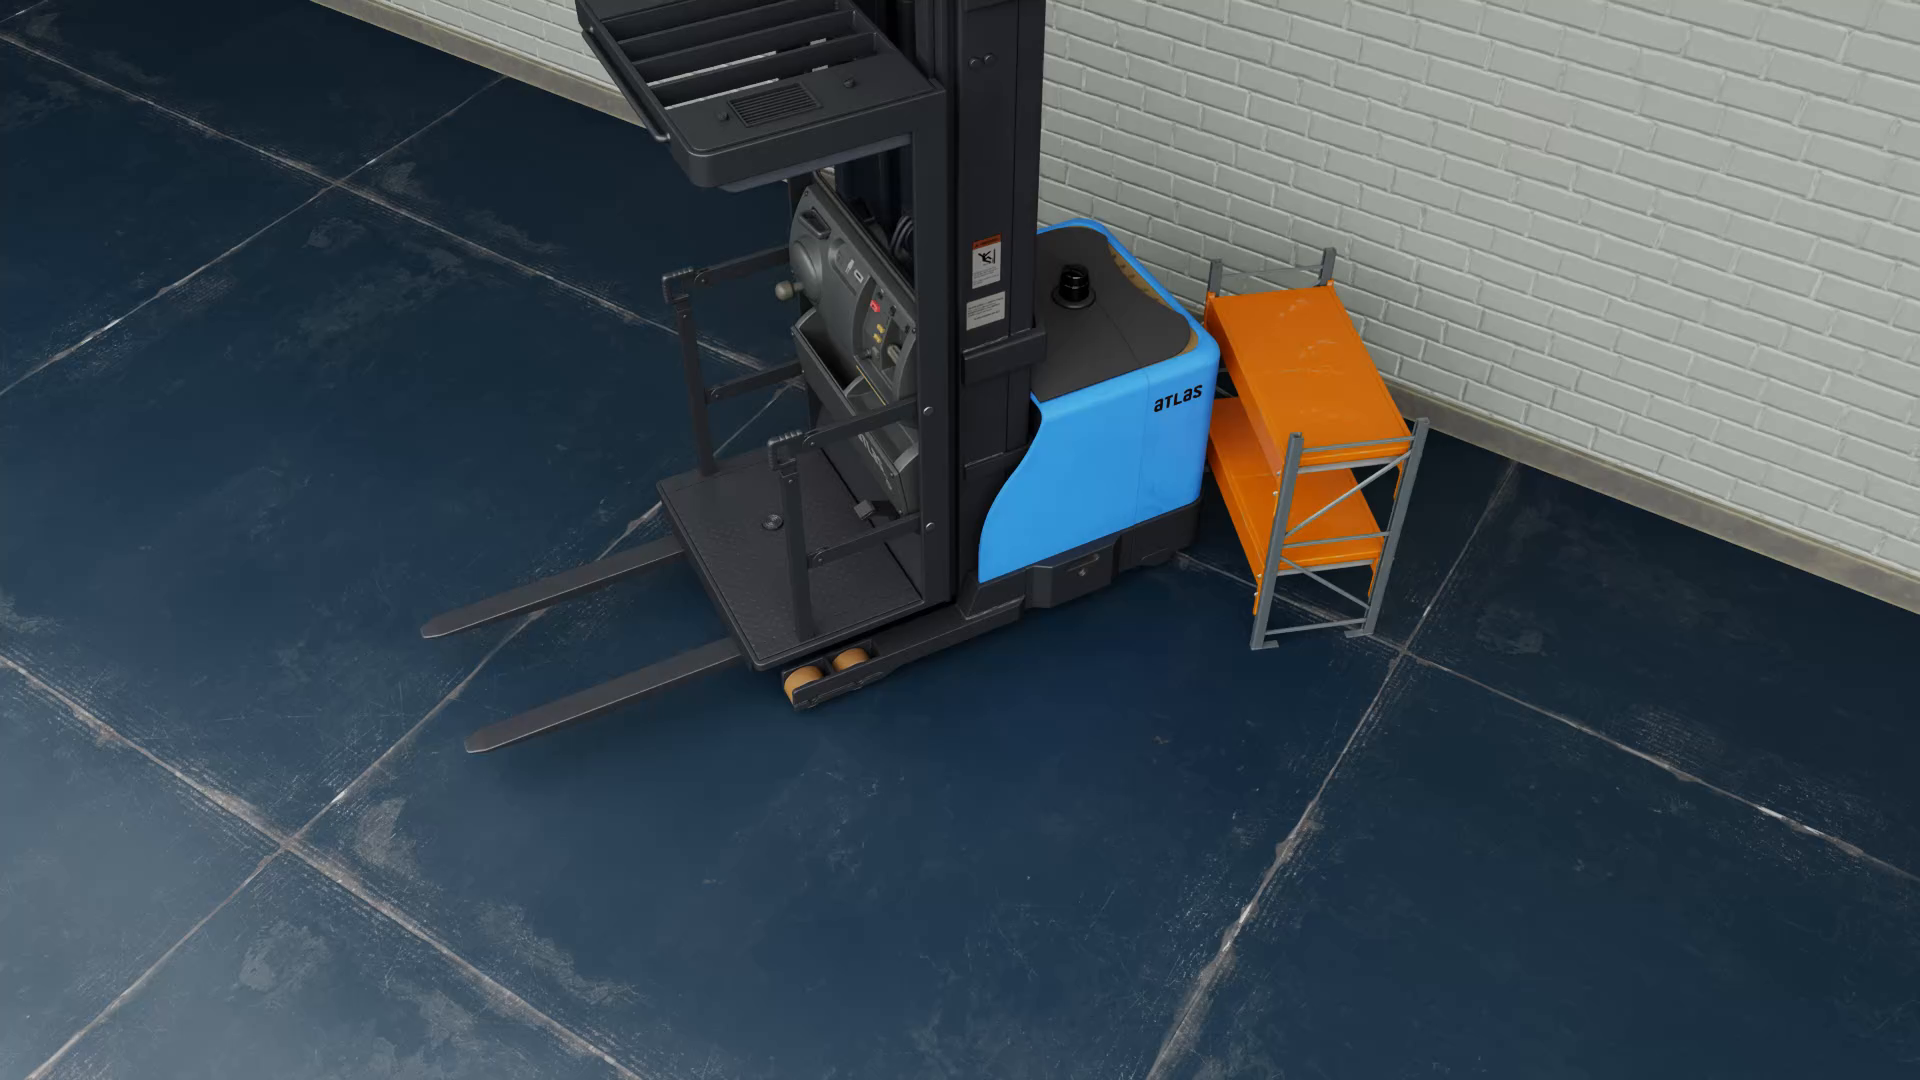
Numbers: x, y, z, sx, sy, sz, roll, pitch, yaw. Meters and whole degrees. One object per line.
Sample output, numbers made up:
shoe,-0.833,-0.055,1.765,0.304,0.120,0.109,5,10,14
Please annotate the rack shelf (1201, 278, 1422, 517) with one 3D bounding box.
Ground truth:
rack shelf,1.309,-0.561,6.325,0.538,0.278,1.000,-7,46,-7

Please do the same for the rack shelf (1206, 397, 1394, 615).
rack shelf,1.309,-0.187,6.710,0.538,0.278,1.000,-7,46,-7

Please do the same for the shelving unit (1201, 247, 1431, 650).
shelving unit,1.309,-0.357,6.535,0.538,1.125,1.048,-7,46,-7

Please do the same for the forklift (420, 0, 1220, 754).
forklift,-0.560,-0.815,5.720,3.031,2.935,1.130,-20,49,-19

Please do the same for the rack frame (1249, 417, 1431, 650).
rack frame,1.393,0.002,6.185,0.500,1.125,0.032,-7,46,-7

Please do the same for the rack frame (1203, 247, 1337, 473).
rack frame,1.224,-0.717,6.884,0.500,1.125,0.032,-7,46,-7
